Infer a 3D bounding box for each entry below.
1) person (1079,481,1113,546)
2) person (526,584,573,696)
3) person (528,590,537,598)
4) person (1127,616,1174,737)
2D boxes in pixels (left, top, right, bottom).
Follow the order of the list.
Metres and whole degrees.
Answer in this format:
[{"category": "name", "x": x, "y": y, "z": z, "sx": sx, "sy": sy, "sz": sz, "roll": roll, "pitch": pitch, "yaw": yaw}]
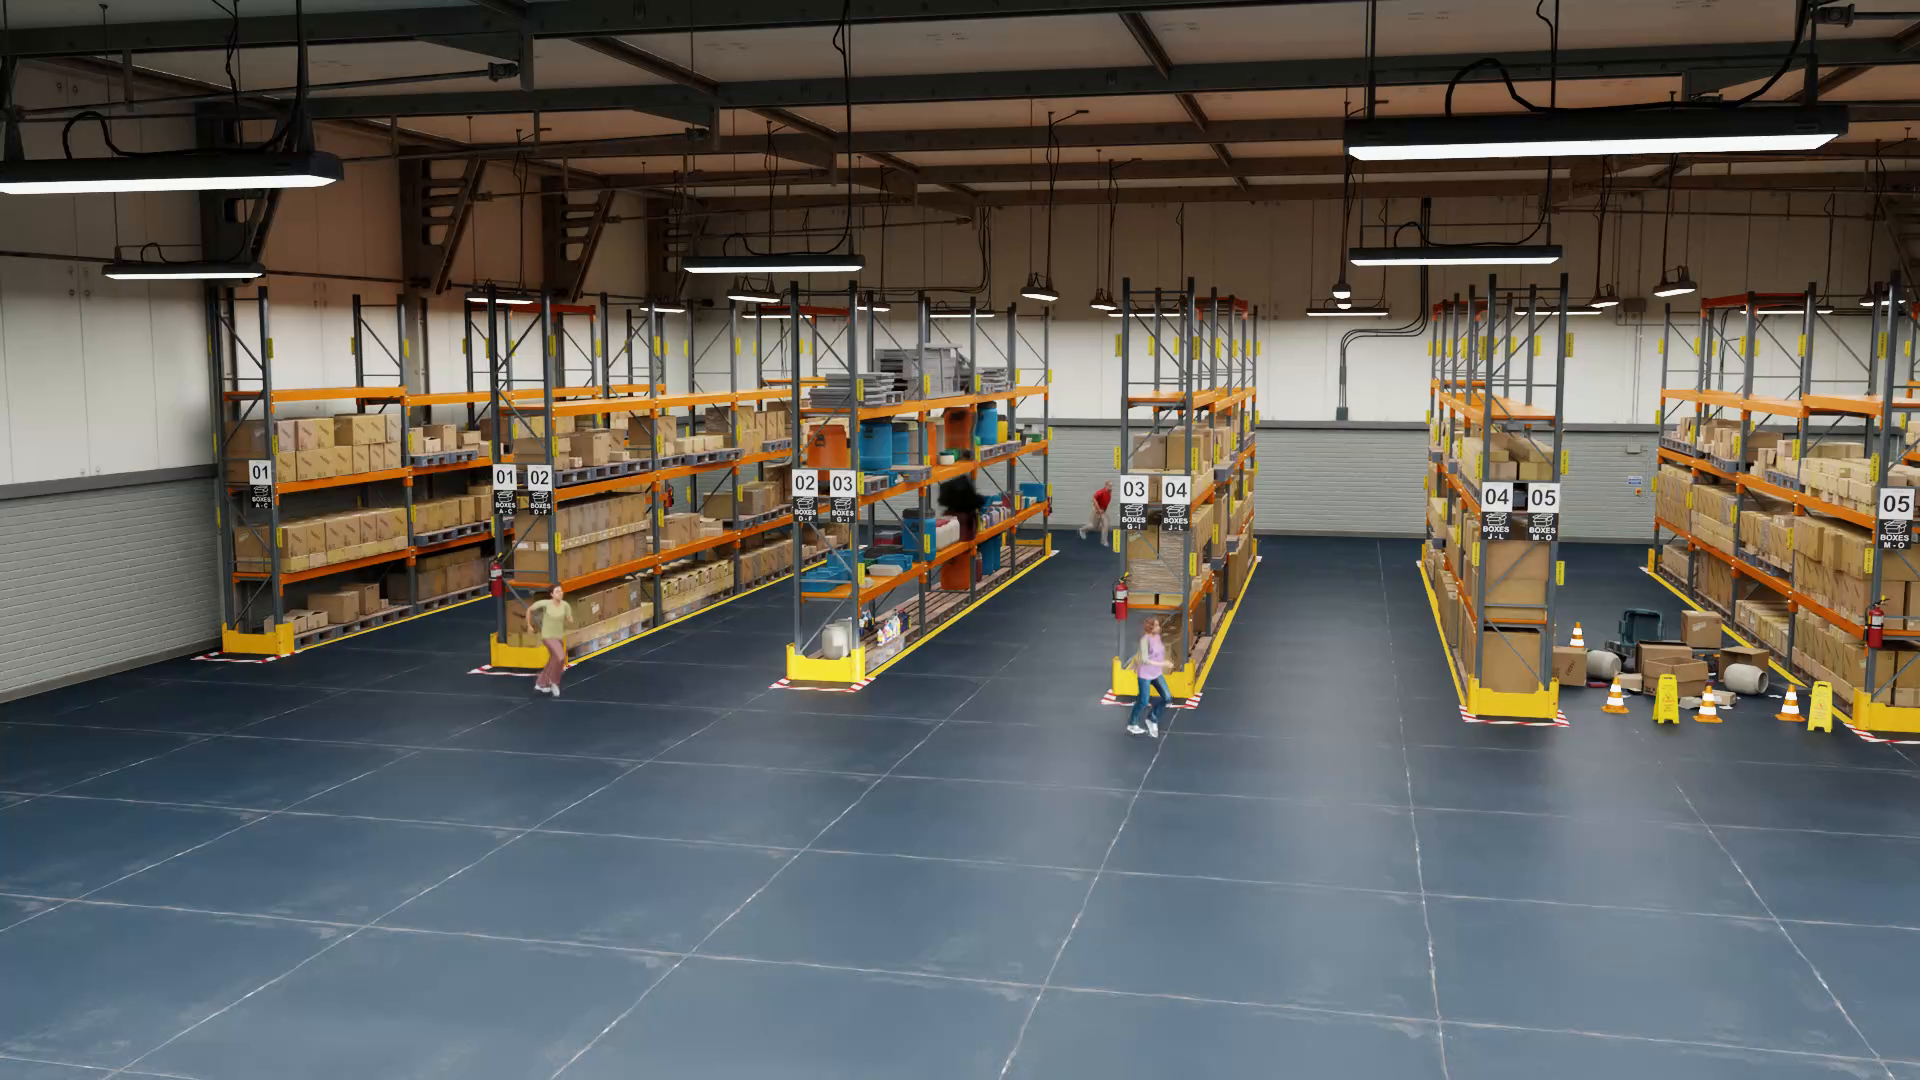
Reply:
[{"category": "person", "x": 3.497, "y": -0.688, "z": 42.648, "sx": 0.962, "sy": 1.692, "sz": 0.678, "roll": 4, "pitch": 8, "yaw": 32}, {"category": "person", "x": -5.861, "y": 1.428, "z": 23.905, "sx": 0.768, "sy": 1.630, "sz": 0.607, "roll": 6, "pitch": 9, "yaw": 42}, {"category": "person", "x": -7.760, "y": 0.607, "z": 30.734, "sx": 0.675, "sy": 1.748, "sz": 0.660, "roll": -1, "pitch": 7, "yaw": -5}, {"category": "person", "x": 2.464, "y": 1.761, "z": 21.363, "sx": 0.504, "sy": 1.585, "sz": 0.726, "roll": -6, "pitch": 9, "yaw": -44}]
